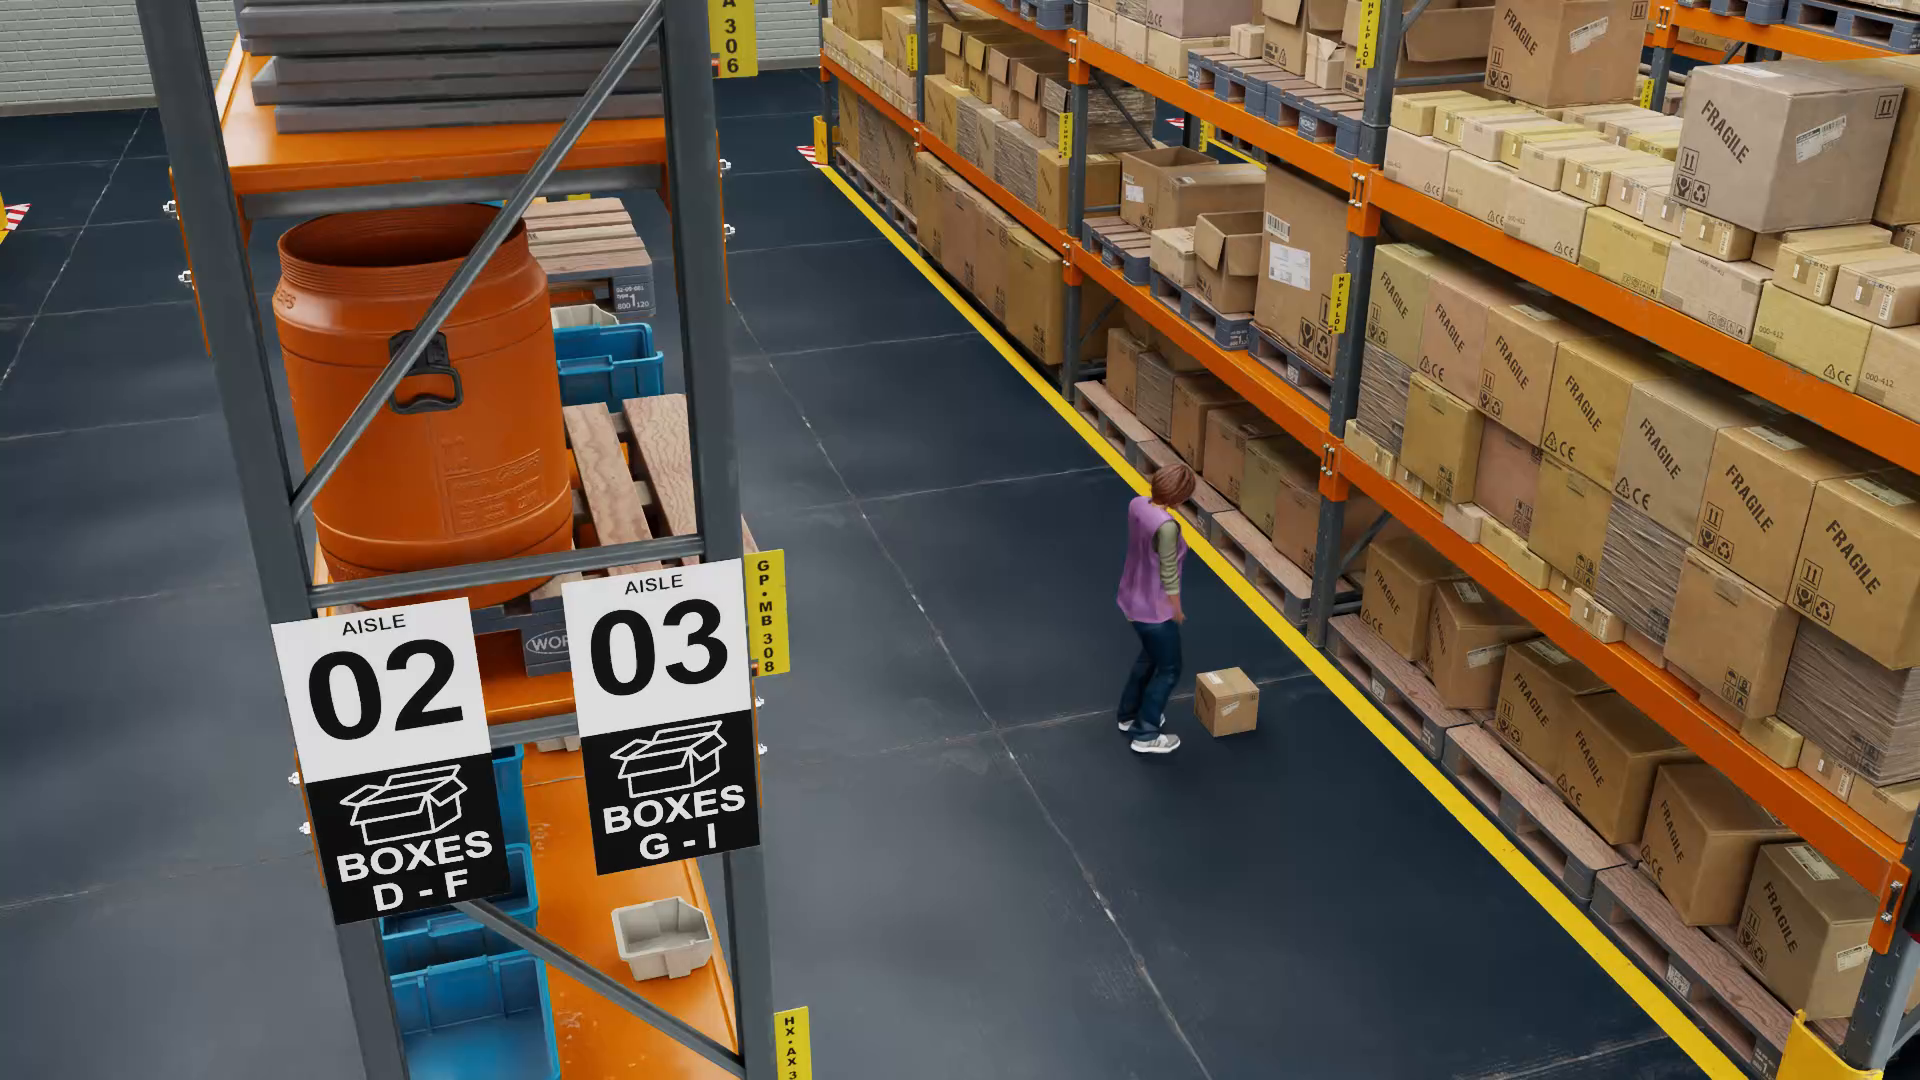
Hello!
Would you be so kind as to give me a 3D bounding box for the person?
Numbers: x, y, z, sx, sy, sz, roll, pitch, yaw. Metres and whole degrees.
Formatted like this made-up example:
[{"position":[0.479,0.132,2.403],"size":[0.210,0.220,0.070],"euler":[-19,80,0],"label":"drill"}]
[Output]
[{"position":[0.989,0.339,8.506],"size":[0.382,1.559,0.426],"euler":[-8,28,-15],"label":"person"}]
